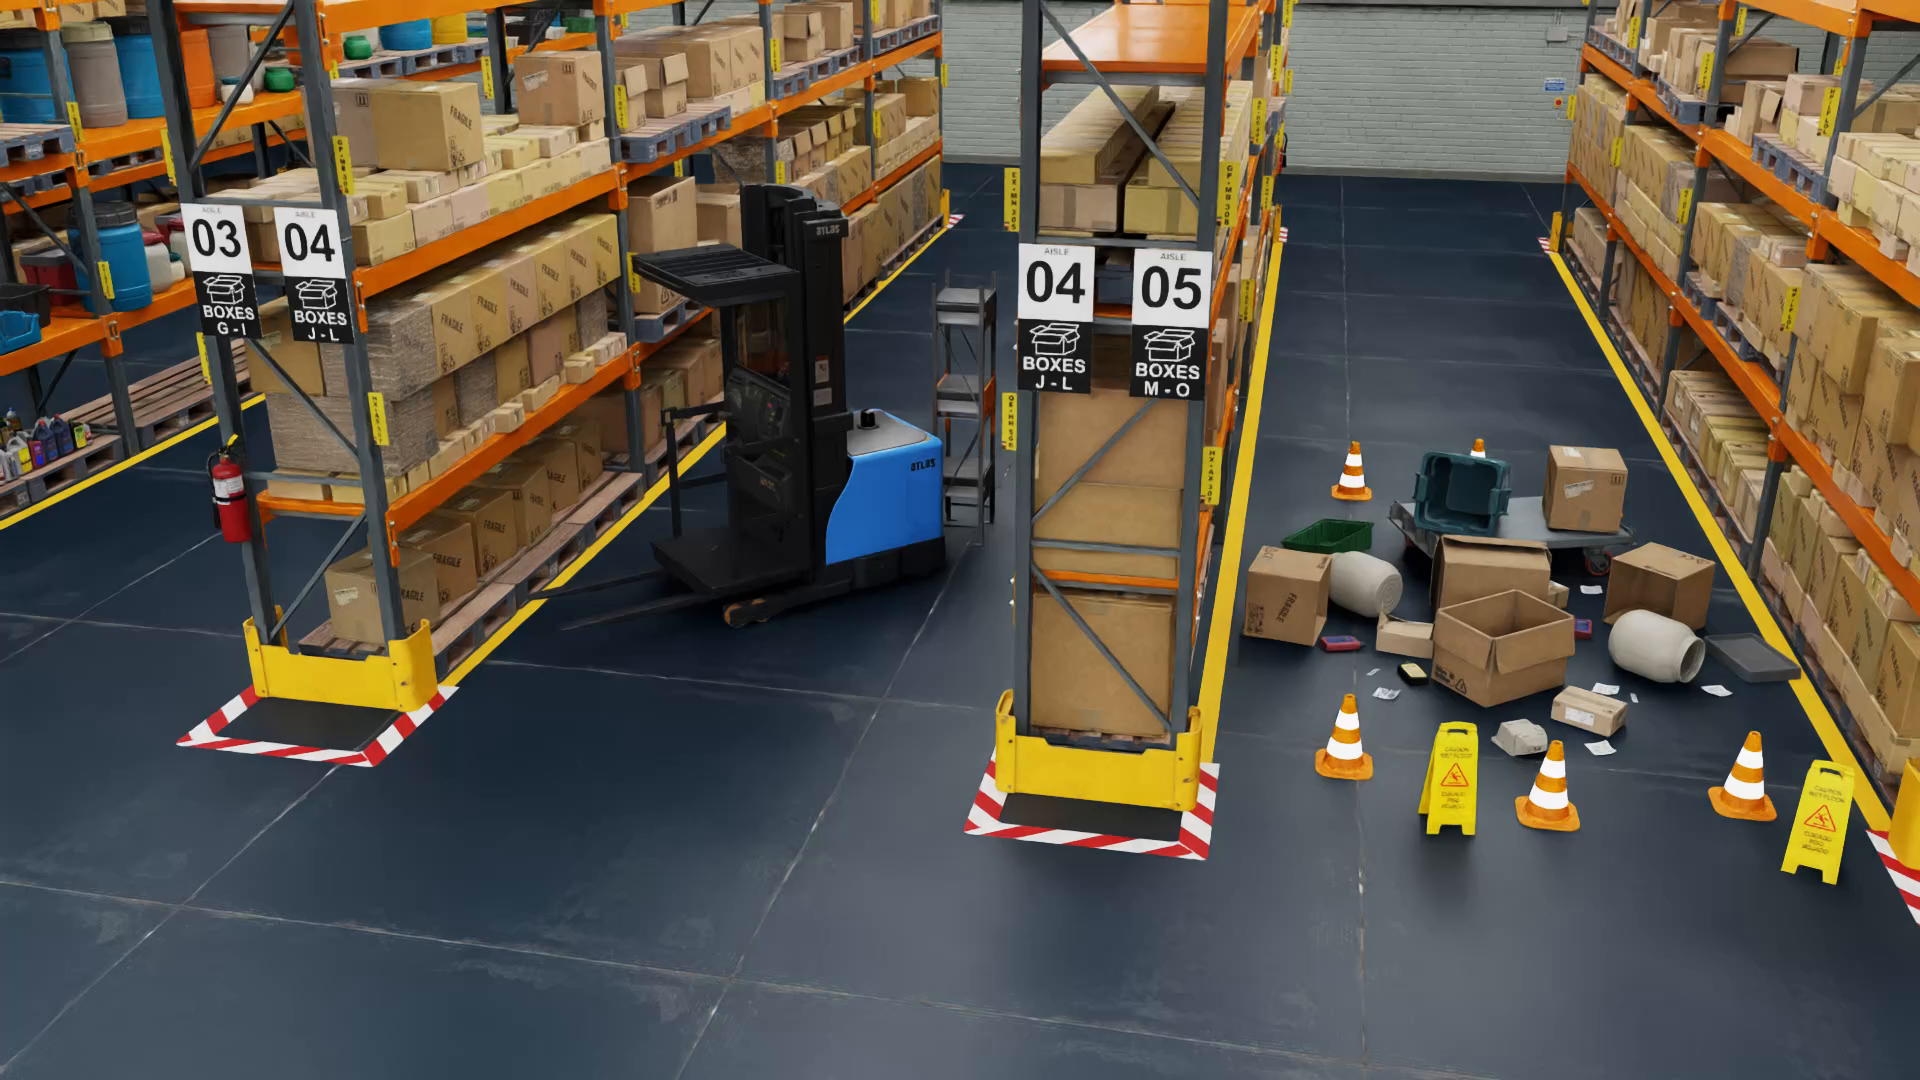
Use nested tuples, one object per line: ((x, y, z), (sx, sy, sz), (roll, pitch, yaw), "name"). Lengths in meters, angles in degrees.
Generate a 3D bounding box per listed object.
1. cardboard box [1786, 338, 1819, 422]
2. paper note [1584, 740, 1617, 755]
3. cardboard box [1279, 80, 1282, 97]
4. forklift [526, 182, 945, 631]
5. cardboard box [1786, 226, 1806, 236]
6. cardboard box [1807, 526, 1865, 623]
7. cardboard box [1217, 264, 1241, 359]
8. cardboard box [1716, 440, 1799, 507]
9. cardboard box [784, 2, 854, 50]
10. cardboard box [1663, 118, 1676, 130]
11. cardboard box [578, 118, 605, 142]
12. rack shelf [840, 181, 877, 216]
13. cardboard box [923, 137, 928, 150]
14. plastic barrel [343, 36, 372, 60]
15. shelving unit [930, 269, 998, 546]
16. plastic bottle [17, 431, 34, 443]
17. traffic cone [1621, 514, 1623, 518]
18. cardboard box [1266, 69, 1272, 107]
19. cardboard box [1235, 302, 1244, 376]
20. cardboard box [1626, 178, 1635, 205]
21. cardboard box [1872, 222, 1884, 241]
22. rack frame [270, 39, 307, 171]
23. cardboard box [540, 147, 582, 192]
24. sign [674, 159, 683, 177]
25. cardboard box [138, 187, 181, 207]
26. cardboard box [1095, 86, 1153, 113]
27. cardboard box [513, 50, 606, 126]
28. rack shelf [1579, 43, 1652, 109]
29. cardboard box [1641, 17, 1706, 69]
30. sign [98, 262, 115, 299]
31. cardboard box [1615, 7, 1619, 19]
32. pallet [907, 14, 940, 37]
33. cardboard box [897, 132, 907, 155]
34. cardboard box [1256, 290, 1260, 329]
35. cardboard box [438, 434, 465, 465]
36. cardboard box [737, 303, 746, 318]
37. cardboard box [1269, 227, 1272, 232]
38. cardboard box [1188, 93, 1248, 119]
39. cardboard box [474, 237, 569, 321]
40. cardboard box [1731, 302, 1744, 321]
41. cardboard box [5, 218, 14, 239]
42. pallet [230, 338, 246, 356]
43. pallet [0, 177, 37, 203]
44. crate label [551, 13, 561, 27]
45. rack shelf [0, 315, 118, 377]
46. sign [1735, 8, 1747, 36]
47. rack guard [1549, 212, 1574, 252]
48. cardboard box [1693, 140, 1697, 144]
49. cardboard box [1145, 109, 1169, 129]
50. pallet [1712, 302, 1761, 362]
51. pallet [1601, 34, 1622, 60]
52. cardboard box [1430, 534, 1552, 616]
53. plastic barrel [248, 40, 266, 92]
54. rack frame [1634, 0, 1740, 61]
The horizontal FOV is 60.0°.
((6.128, -1.120, 11.586), (0.500, 0.500, 0.500), (4, 22, 11), "cardboard box")
((3.919, 1.268, 10.165), (0.148, 0.019, 0.142), (-3, 22, -8), "paper note")
((3.917, -5.696, 21.611), (0.500, 0.500, 0.500), (4, 22, 9), "cardboard box")
((-1.625, -0.958, 11.810), (3.031, 2.935, 1.130), (-14, 26, -31), "forklift")
((7.290, -2.355, 14.092), (0.500, 0.500, 0.500), (3, 22, 7), "cardboard box")
((5.901, 0.239, 10.859), (0.500, 0.500, 0.500), (6, 23, 14), "cardboard box")
((1.517, -1.643, 11.773), (0.875, 0.550, 0.550), (4, 22, 11), "cardboard box")
((6.738, -0.506, 13.550), (0.950, 0.372, 0.625), (6, 23, 14), "cardboard box")
((-1.687, -6.176, 19.962), (0.700, 0.500, 0.500), (5, 22, 12), "cardboard box")
((8.457, -4.667, 19.453), (0.500, 0.500, 0.500), (5, 22, 11), "cardboard box")
((-2.994, -3.196, 12.927), (0.380, 0.149, 0.250), (5, 23, 13), "cardboard box")
((-1.987, -3.691, 19.466), (1.077, 0.370, 4.000), (4, 22, 11), "rack shelf")
((-0.668, -5.669, 23.750), (0.380, 0.149, 0.250), (5, 22, 12), "cardboard box")
((-6.802, -5.555, 18.762), (0.294, 0.245, 0.294), (0, 22, 0), "plastic barrel")
((0.034, -1.035, 13.112), (0.431, 2.100, 0.503), (4, 22, 11), "shelving unit")
((-8.098, -0.823, 14.439), (0.152, 0.276, 0.135), (4, 22, 11), "plastic bottle")
((5.373, -0.458, 13.872), (0.336, 0.463, 0.334), (4, 22, 11), "traffic cone")
((2.521, -4.064, 14.838), (0.500, 0.311, 0.500), (4, 22, 11), "cardboard box")
((1.995, -1.634, 13.261), (0.500, 0.500, 0.500), (5, 22, 12), "cardboard box")
((7.678, -3.831, 18.382), (0.500, 0.250, 0.500), (5, 22, 12), "cardboard box")
((6.046, -1.975, 10.564), (0.380, 0.149, 0.250), (5, 23, 13), "cardboard box")
((-10.459, -6.976, 26.659), (1.000, 3.000, 0.127), (4, 22, 11), "rack frame")
((-3.165, -2.775, 12.415), (0.500, 0.250, 0.500), (5, 22, 12), "cardboard box")
((-2.939, -3.871, 17.401), (0.100, 0.325, 0.005), (4, 22, 11), "sign")
((-11.437, -4.787, 23.982), (0.500, 0.500, 0.500), (4, 22, 11), "cardboard box")
((1.114, -3.008, 11.365), (0.380, 0.149, 0.250), (4, 22, 10), "cardboard box")
((-3.053, -3.454, 12.698), (0.500, 0.500, 0.500), (4, 22, 9), "cardboard box")
((8.531, -5.790, 20.662), (1.077, 0.370, 4.000), (4, 22, 11), "rack shelf")
((7.659, -5.333, 17.869), (0.500, 0.500, 0.500), (4, 22, 10), "cardboard box")
((-7.523, -2.290, 14.655), (0.100, 0.325, 0.005), (4, 22, 11), "sign")
((8.935, -6.855, 21.849), (0.500, 0.250, 0.500), (2, 22, 6), "cardboard box")
((-0.903, -7.297, 23.561), (1.003, 0.211, 1.213), (4, 22, 11), "pallet")
((-1.020, -5.348, 22.419), (0.500, 0.250, 0.500), (5, 22, 12), "cardboard box")
((3.138, -2.712, 18.855), (0.500, 0.500, 0.500), (4, 22, 10), "cardboard box")
((-3.569, -0.610, 11.190), (0.380, 0.149, 0.250), (4, 22, 11), "cardboard box")
((-2.502, -2.438, 17.146), (0.500, 0.250, 0.500), (5, 23, 13), "cardboard box")
((4.047, -4.219, 22.670), (0.380, 0.149, 0.250), (5, 22, 12), "cardboard box")
((1.707, -2.868, 11.016), (0.380, 0.149, 0.250), (5, 22, 12), "cardboard box")
((-3.237, -1.927, 12.253), (0.500, 0.500, 0.500), (4, 22, 11), "cardboard box")
((6.681, -1.924, 13.890), (0.380, 0.149, 0.250), (5, 23, 13), "cardboard box")
((-12.123, -3.823, 20.584), (0.500, 0.250, 0.500), (5, 23, 13), "cardboard box")
((-7.440, -2.097, 18.278), (1.003, 0.211, 1.213), (4, 22, 11), "pallet")
((-12.022, -4.214, 20.059), (1.213, 0.211, 1.003), (4, 22, 11), "pallet")
((-6.116, -7.606, 24.408), (0.408, 0.251, 0.502), (4, 22, 11), "crate label")
((-8.468, -1.143, 13.139), (1.077, 0.370, 4.000), (4, 22, 11), "rack shelf")
((8.656, -5.740, 18.462), (0.100, 0.325, 0.005), (4, 22, 11), "sign")
((8.944, -4.313, 23.393), (1.175, 0.500, 0.348), (4, 22, 11), "rack guard")
((8.057, -3.955, 17.685), (0.500, 0.500, 0.500), (5, 23, 13), "cardboard box")
((1.149, -2.774, 11.318), (0.500, 0.250, 0.500), (4, 22, 10), "cardboard box")
((6.943, -1.722, 13.870), (1.003, 0.211, 1.213), (4, 22, 11), "pallet")
((8.551, -6.094, 20.574), (1.003, 0.211, 1.213), (4, 22, 11), "pallet")
((3.737, 0.305, 11.741), (0.797, 0.637, 0.503), (4, 22, 11), "cardboard box")
((-7.607, -5.024, 17.648), (0.421, 0.512, 0.421), (0, 22, 0), "plastic barrel")
((8.123, -6.783, 18.151), (1.000, 3.000, 0.127), (4, 22, 11), "rack frame")
